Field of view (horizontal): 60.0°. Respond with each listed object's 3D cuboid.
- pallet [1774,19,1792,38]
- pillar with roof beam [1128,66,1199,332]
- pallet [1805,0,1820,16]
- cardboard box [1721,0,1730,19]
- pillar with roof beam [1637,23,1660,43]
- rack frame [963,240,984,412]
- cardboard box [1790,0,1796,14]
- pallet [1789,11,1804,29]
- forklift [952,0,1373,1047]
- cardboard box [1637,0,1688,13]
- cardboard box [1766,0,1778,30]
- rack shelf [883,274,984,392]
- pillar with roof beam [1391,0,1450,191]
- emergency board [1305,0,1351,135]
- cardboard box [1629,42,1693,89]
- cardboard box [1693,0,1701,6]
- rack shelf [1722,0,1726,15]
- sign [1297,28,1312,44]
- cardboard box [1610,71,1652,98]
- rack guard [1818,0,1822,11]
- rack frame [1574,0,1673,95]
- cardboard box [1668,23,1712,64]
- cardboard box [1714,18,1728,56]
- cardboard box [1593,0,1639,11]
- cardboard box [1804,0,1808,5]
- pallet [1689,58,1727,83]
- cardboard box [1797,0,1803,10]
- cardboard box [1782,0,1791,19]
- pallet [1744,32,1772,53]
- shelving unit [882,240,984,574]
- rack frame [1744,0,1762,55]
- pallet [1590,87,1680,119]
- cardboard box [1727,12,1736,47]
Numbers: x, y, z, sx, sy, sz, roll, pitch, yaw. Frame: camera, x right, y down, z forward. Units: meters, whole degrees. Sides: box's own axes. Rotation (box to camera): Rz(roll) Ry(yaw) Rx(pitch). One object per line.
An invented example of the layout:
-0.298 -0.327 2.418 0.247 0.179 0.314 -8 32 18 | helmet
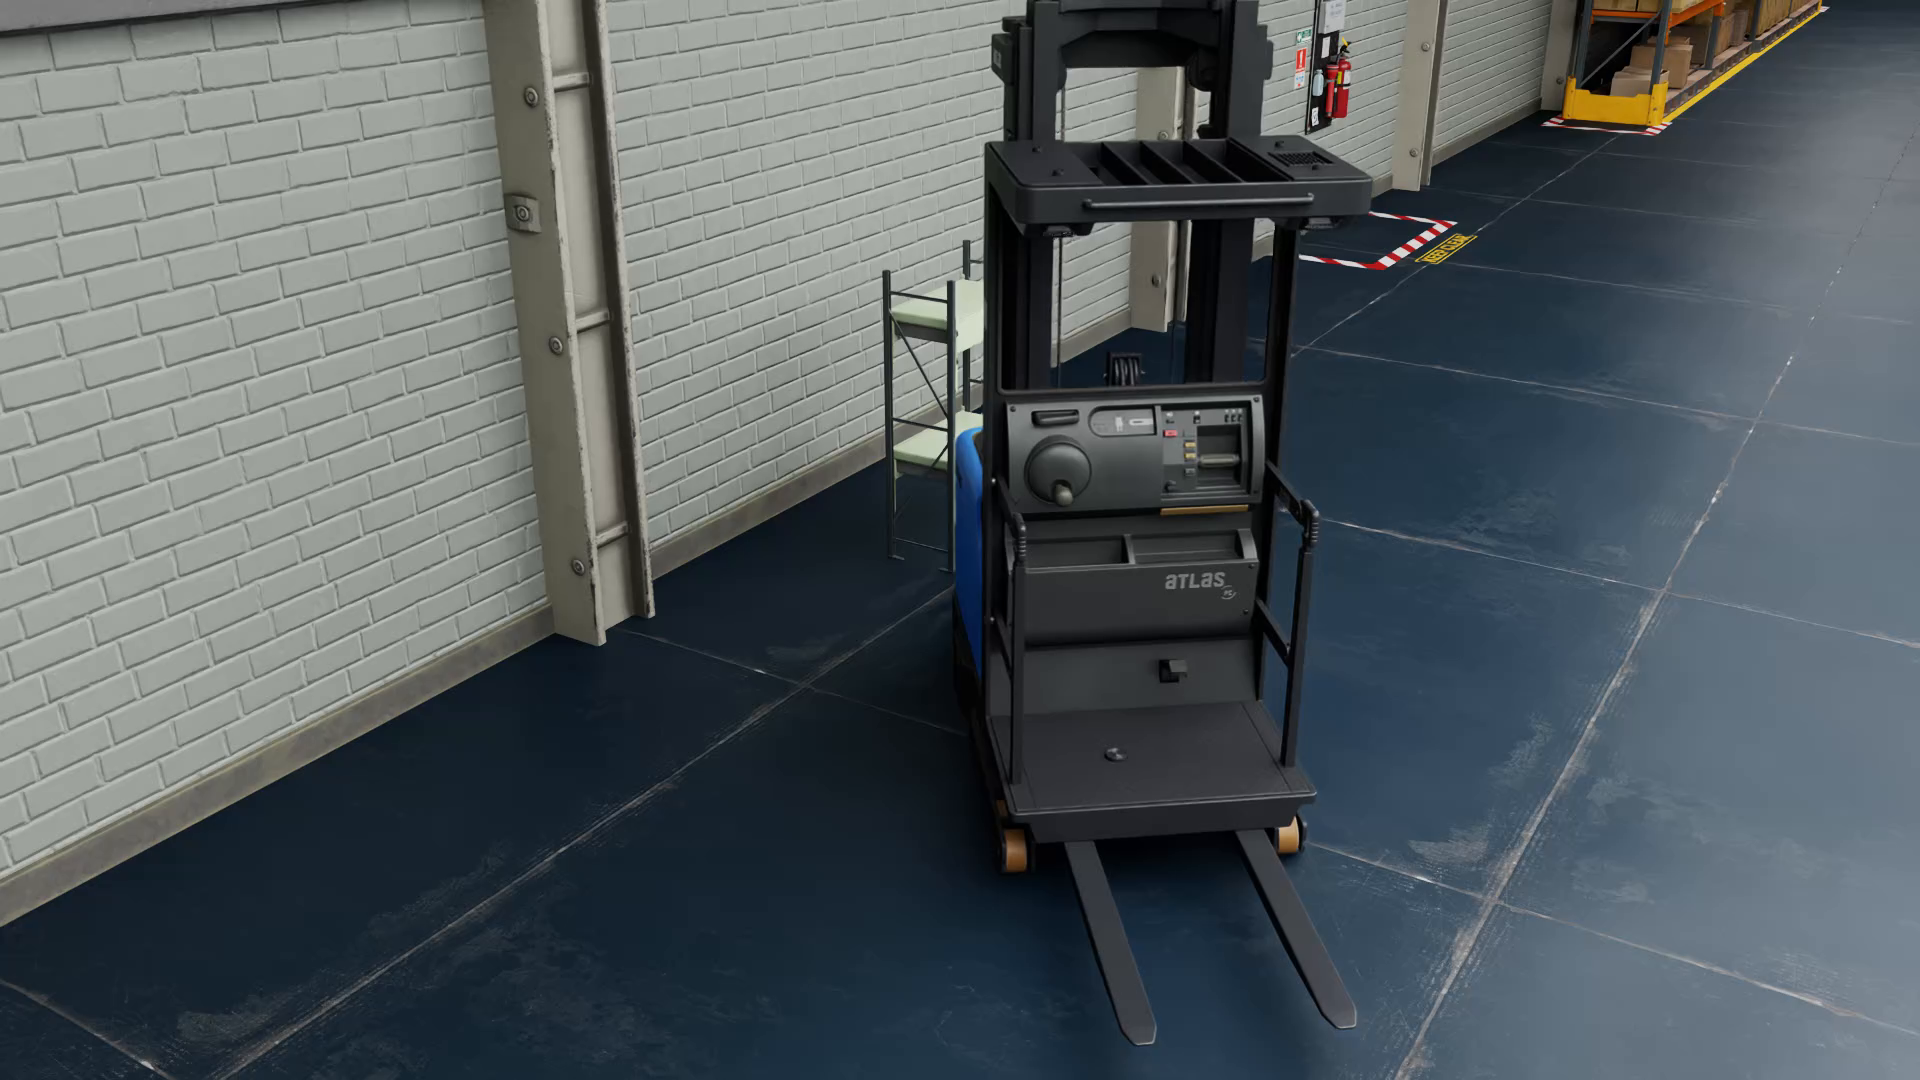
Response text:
14.164 -9.140 29.597 1.003 0.211 1.213 14 27 29 | pallet
5.139 -4.864 8.658 9.100 9.000 0.400 14 27 29 | pillar with roof beam
16.262 -10.480 32.692 1.003 0.211 1.213 14 27 29 | pallet
11.441 -8.137 25.418 0.500 0.250 0.500 14 27 29 | cardboard box
14.634 -10.939 22.692 9.100 9.000 0.400 14 27 29 | pillar with roof beam
0.190 -0.810 8.732 0.400 1.500 0.023 14 27 29 | rack frame
14.989 -9.972 30.627 0.700 0.500 0.500 14 27 30 | cardboard box
14.975 -9.656 30.790 1.003 0.211 1.213 14 27 29 | pallet
0.655 -0.291 5.733 1.130 2.935 3.031 -3 24 -6 | forklift
8.704 -6.684 20.578 0.500 0.250 0.500 13 27 27 | cardboard box
13.364 -9.067 28.096 0.750 0.750 0.750 14 27 29 | cardboard box
-0.003 -1.044 8.292 0.431 0.370 0.720 14 27 29 | rack shelf
8.304 -6.889 13.336 9.100 9.000 0.400 14 27 29 | pillar with roof beam
3.311 -4.212 14.704 0.194 1.169 0.643 14 27 29 | emergency board
9.349 -6.344 22.222 0.700 0.500 0.500 12 26 26 | cardboard box
9.240 -7.033 21.384 0.500 0.250 0.500 13 27 28 | cardboard box
11.342 -8.340 25.146 1.077 0.370 4.000 14 27 29 | rack shelf
2.941 -4.306 14.209 0.001 0.109 0.331 14 27 29 | sign
8.618 -5.828 21.268 0.500 0.311 0.500 11 26 23 | cardboard box
16.630 -10.907 33.315 1.175 0.500 0.348 14 27 29 | rack guard
8.177 -6.645 20.325 1.000 3.000 0.127 14 27 29 | rack frame
10.661 -7.302 24.435 0.700 0.500 0.500 15 28 31 | cardboard box
11.195 -7.651 25.240 0.700 0.500 0.500 14 27 30 | cardboard box
8.259 -6.784 20.809 0.500 0.250 0.500 14 27 30 | cardboard box
16.069 -10.665 32.228 0.700 0.500 0.500 14 27 29 | cardboard box
10.696 -6.979 24.605 1.003 0.211 1.213 14 27 29 | pallet
15.529 -10.314 31.417 0.700 0.500 0.500 15 27 30 | cardboard box
14.275 -9.655 29.455 0.750 0.750 0.750 14 27 30 | cardboard box
12.877 -8.316 27.694 1.003 0.211 1.213 14 27 29 | pallet
-0.004 -0.686 8.447 0.431 1.500 0.755 14 27 29 | shelving unit
12.397 -9.346 26.562 1.000 3.000 0.127 14 27 29 | rack frame
8.676 -5.658 21.555 1.003 0.211 1.213 14 27 29 | pallet
11.691 -7.997 26.040 0.700 0.500 0.500 14 27 29 | cardboard box
